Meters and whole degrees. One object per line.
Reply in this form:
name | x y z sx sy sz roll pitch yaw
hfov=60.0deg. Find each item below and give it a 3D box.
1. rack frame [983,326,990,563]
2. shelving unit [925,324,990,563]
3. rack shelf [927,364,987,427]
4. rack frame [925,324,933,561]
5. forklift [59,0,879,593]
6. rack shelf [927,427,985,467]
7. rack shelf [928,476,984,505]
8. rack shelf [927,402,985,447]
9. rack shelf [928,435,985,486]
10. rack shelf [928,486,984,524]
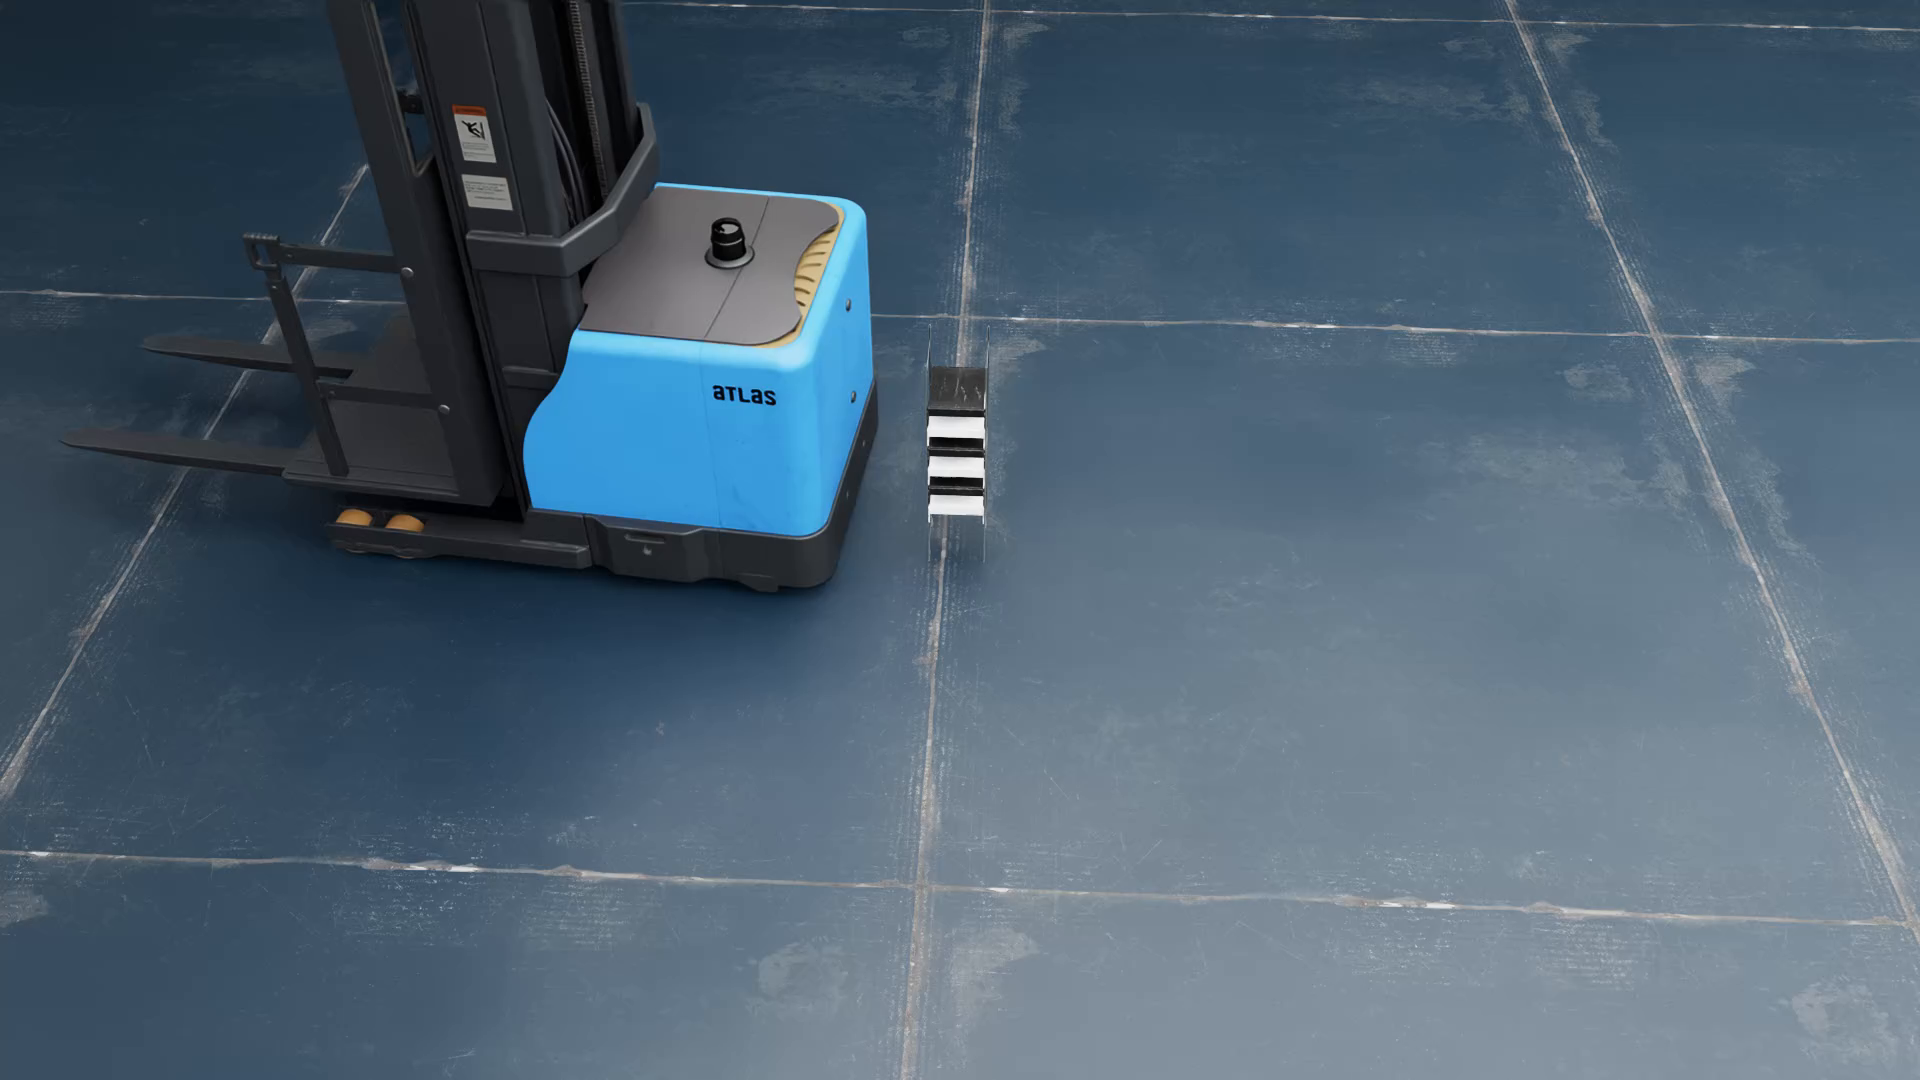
rack frame | 0.093 -0.326 5.940 0.006 0.900 0.240 2 43 2
shelving unit | -0.008 -0.330 5.944 0.210 0.900 0.258 2 43 2
rack shelf | -0.008 -0.503 5.782 0.200 0.077 0.258 2 43 2
rack frame | -0.110 -0.333 5.947 0.006 0.900 0.240 2 43 2
forklift | -1.888 -1.352 5.551 3.031 2.935 1.130 6 43 7
rack shelf | -0.008 -0.371 5.905 0.200 0.077 0.258 2 43 2
rack shelf | -0.008 -0.239 6.028 0.200 0.077 0.258 2 43 2
rack shelf | -0.008 -0.437 5.844 0.200 0.077 0.258 2 43 2
rack shelf | -0.008 -0.305 5.966 0.200 0.077 0.258 2 43 2
rack shelf | -0.008 -0.173 6.089 0.200 0.077 0.258 2 43 2
